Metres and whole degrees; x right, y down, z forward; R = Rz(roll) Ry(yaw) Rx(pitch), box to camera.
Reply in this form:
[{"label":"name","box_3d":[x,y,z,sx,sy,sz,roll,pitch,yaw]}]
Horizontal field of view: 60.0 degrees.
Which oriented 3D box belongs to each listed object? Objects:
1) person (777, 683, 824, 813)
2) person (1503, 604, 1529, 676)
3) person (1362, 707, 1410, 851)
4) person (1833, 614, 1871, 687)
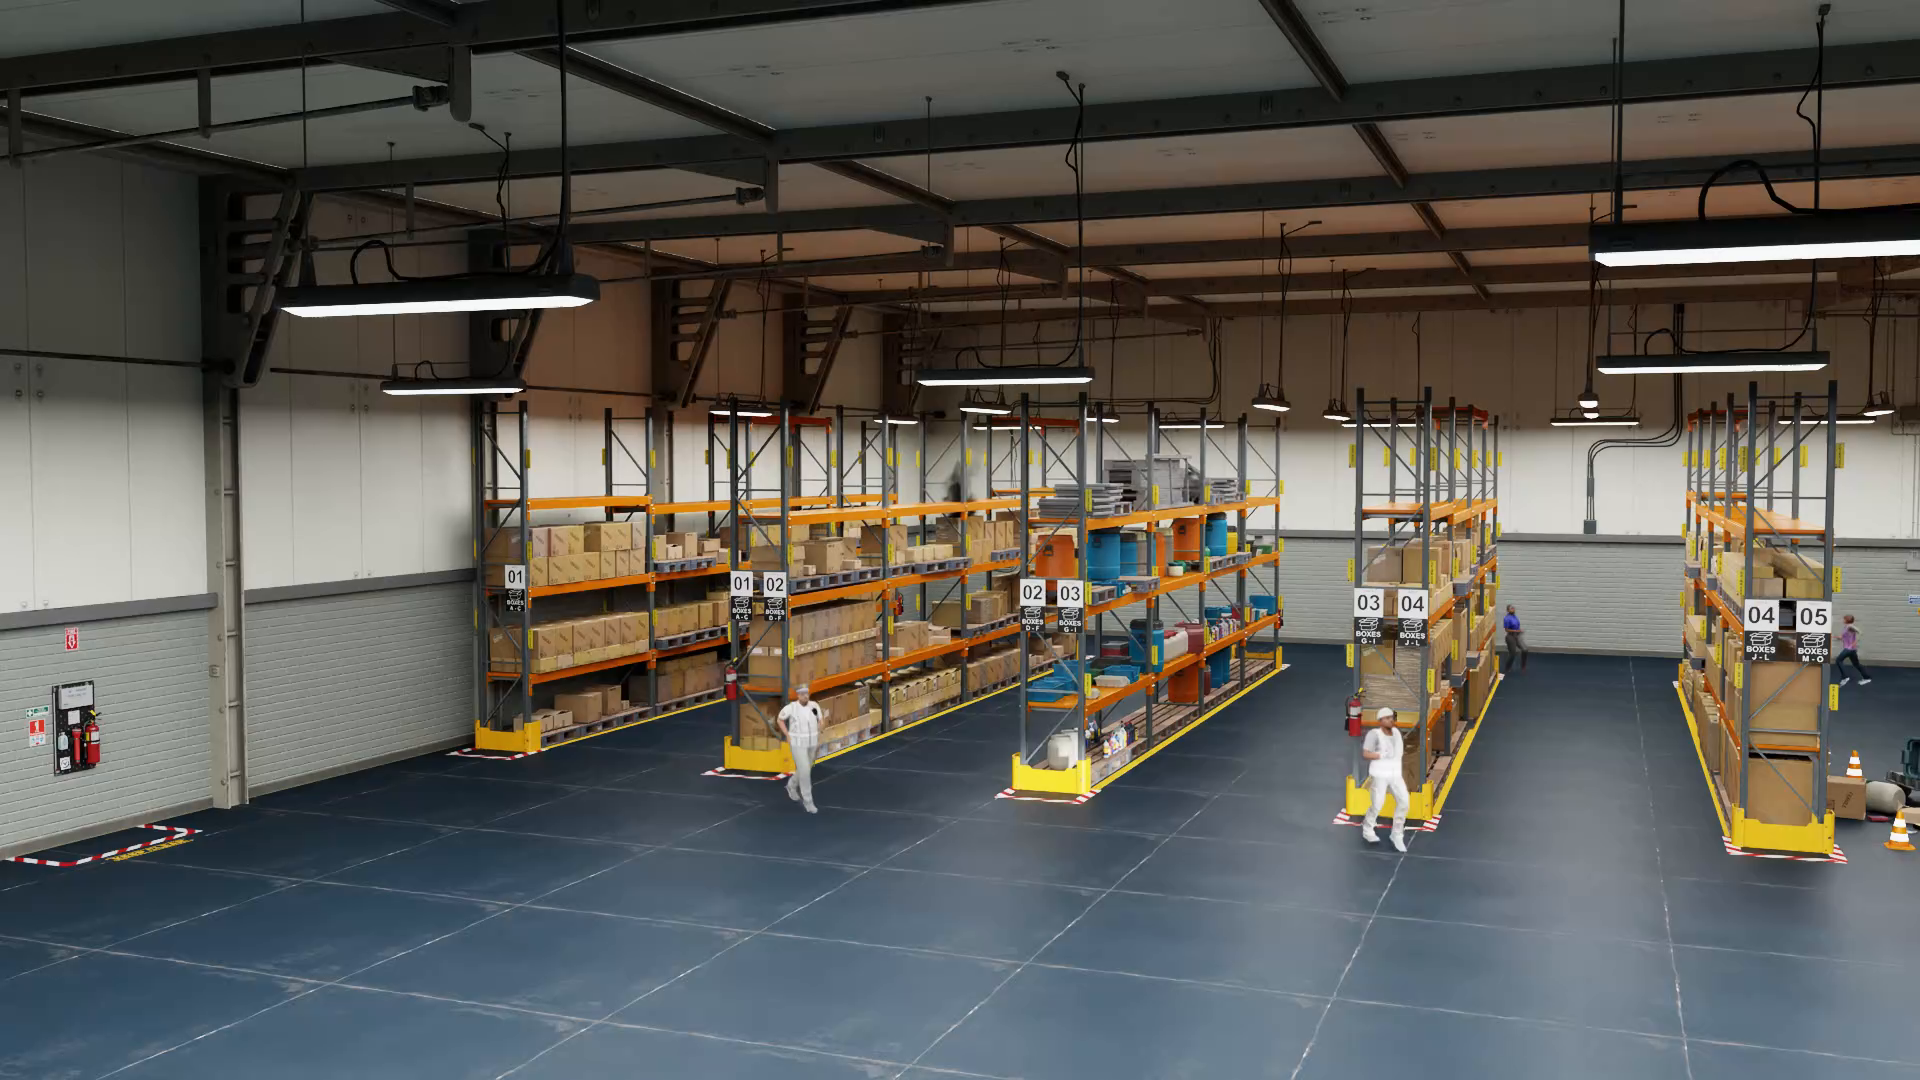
[{"label":"person","box_3d":[-2.247,2.951,23.923,0.640,1.818,0.910,-2,3,-37]},{"label":"person","box_3d":[12.833,2.311,38.595,0.559,1.644,0.685,-1,3,-25]},{"label":"person","box_3d":[5.473,3.077,21.381,0.675,1.847,0.683,-1,3,-21]},{"label":"person","box_3d":[19.543,2.430,36.463,0.825,1.613,0.548,1,3,26]}]
